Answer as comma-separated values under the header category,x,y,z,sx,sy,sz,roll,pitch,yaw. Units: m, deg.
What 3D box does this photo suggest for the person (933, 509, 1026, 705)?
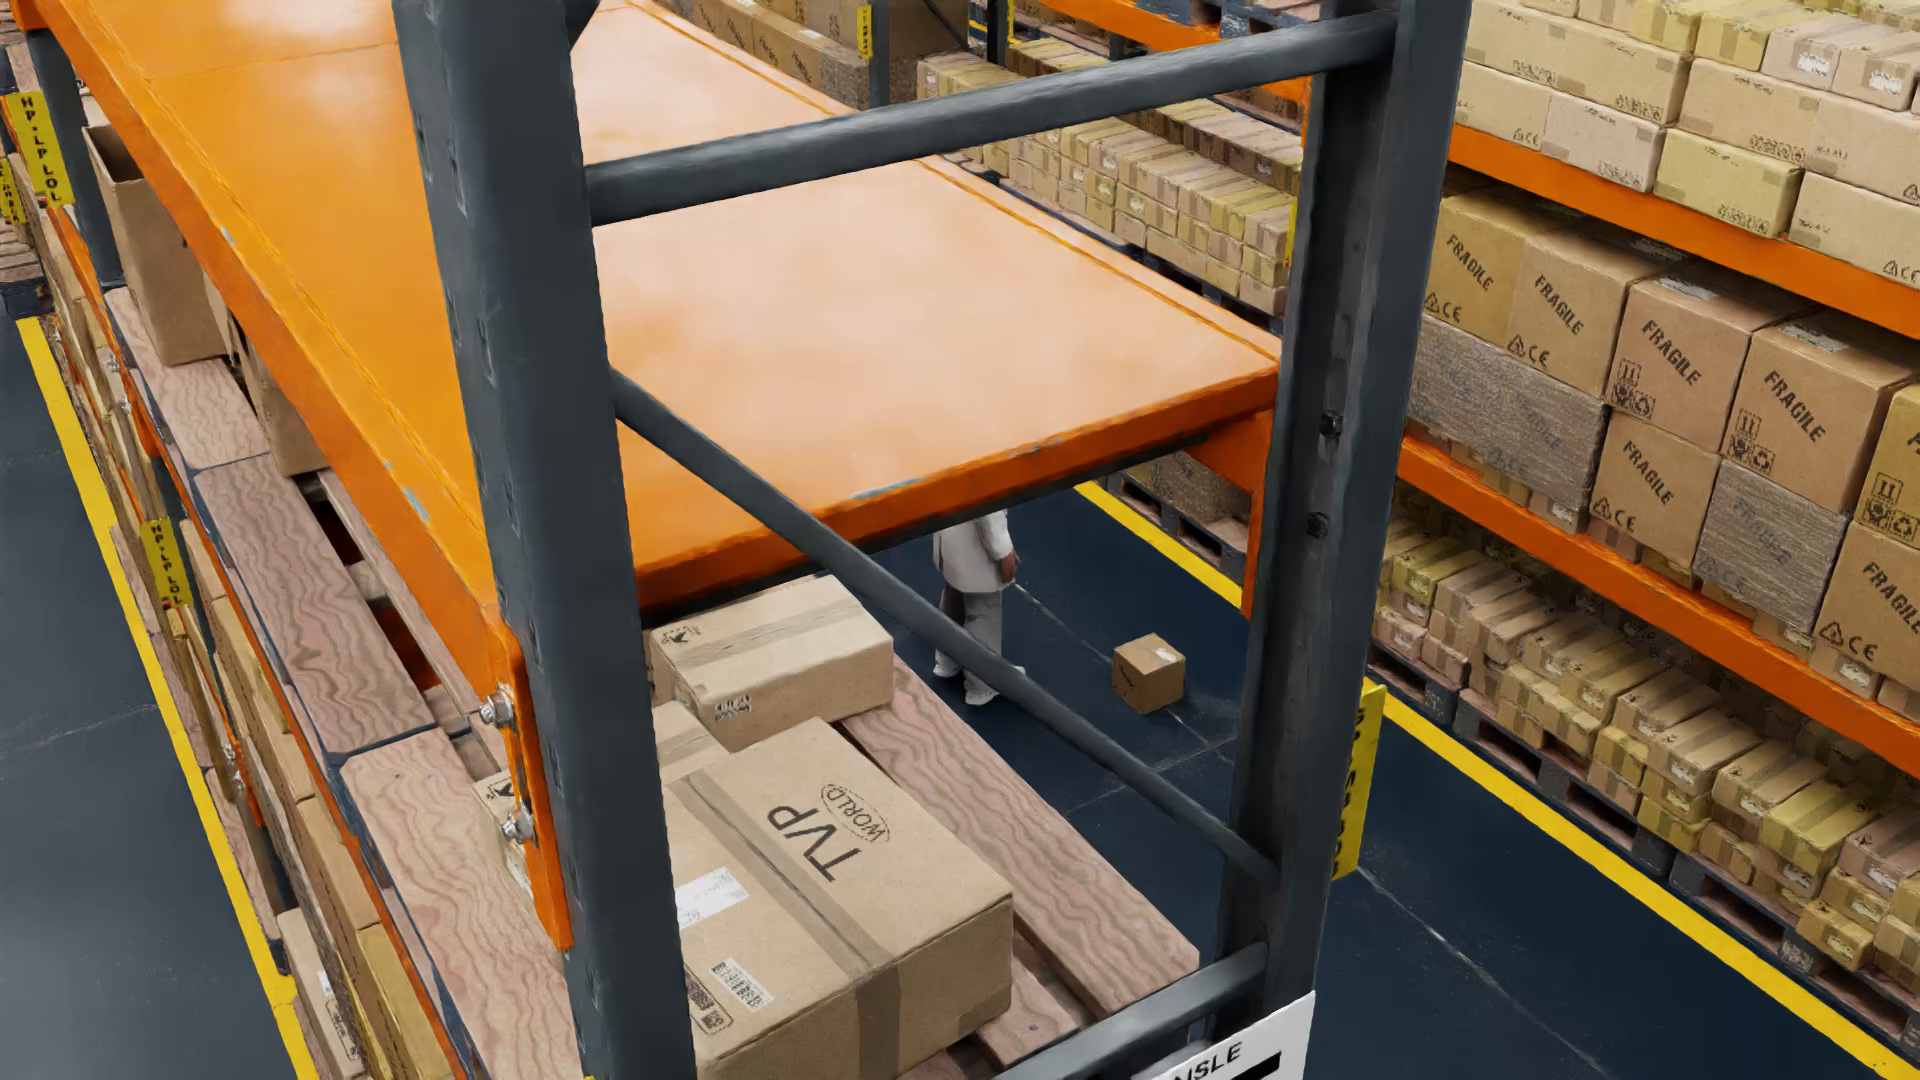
category,x,y,z,sx,sy,sz,roll,pitch,yaw
person,0.084,-0.036,7.693,0.380,1.822,0.637,-11,34,-17
